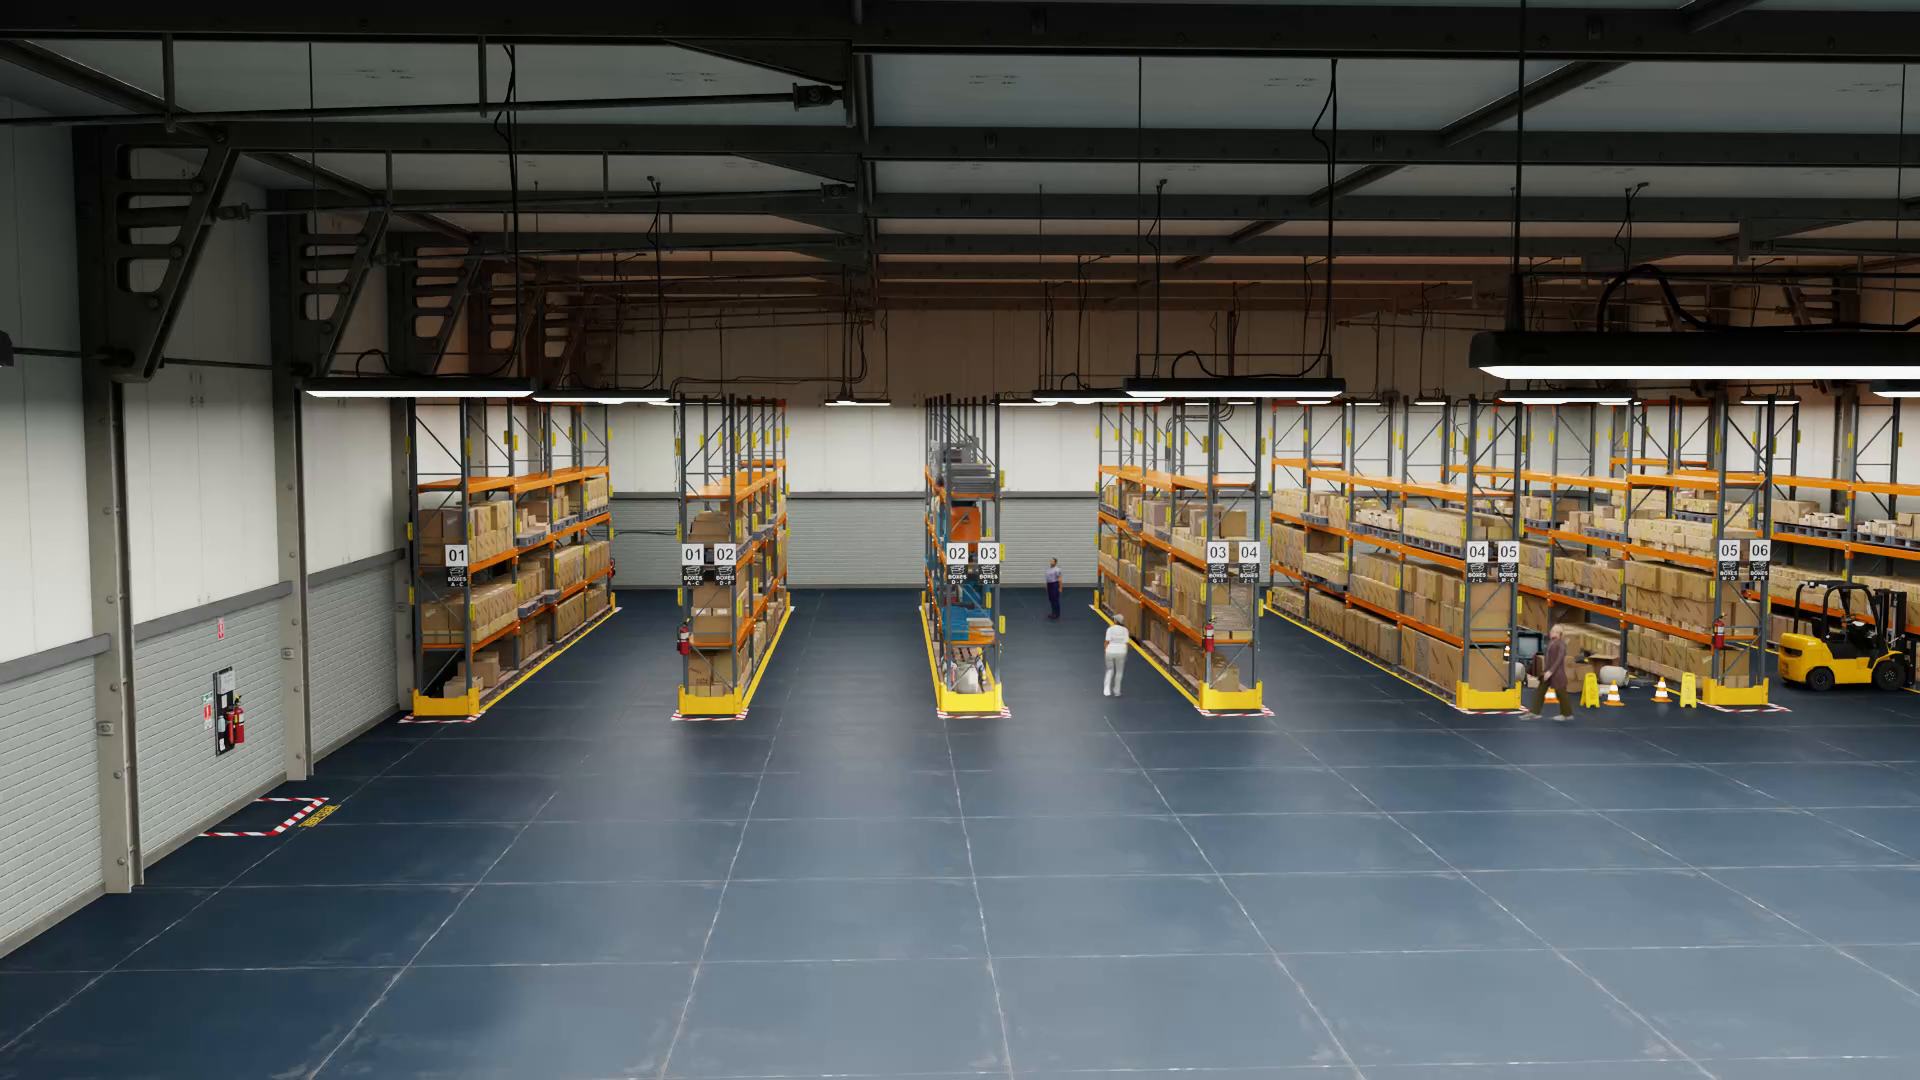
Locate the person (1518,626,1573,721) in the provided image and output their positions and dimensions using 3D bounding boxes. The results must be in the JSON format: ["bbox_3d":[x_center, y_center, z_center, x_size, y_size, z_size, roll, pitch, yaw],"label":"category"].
[{"bbox_3d":[10.764,2.435,30.334,0.922,1.755,0.588,-1,5,-11],"label":"person"}]

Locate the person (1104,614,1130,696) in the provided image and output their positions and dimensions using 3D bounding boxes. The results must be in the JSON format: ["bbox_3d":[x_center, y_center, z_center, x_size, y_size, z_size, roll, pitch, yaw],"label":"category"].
[{"bbox_3d":[3.115,2.280,32.960,0.492,1.650,0.466,3,5,30],"label":"person"}]

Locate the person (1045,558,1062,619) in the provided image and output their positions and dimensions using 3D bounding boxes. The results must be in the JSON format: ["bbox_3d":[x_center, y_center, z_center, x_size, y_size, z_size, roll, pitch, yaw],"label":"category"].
[{"bbox_3d":[2.540,1.306,45.541,0.390,1.654,0.523,-3,5,-31],"label":"person"}]
